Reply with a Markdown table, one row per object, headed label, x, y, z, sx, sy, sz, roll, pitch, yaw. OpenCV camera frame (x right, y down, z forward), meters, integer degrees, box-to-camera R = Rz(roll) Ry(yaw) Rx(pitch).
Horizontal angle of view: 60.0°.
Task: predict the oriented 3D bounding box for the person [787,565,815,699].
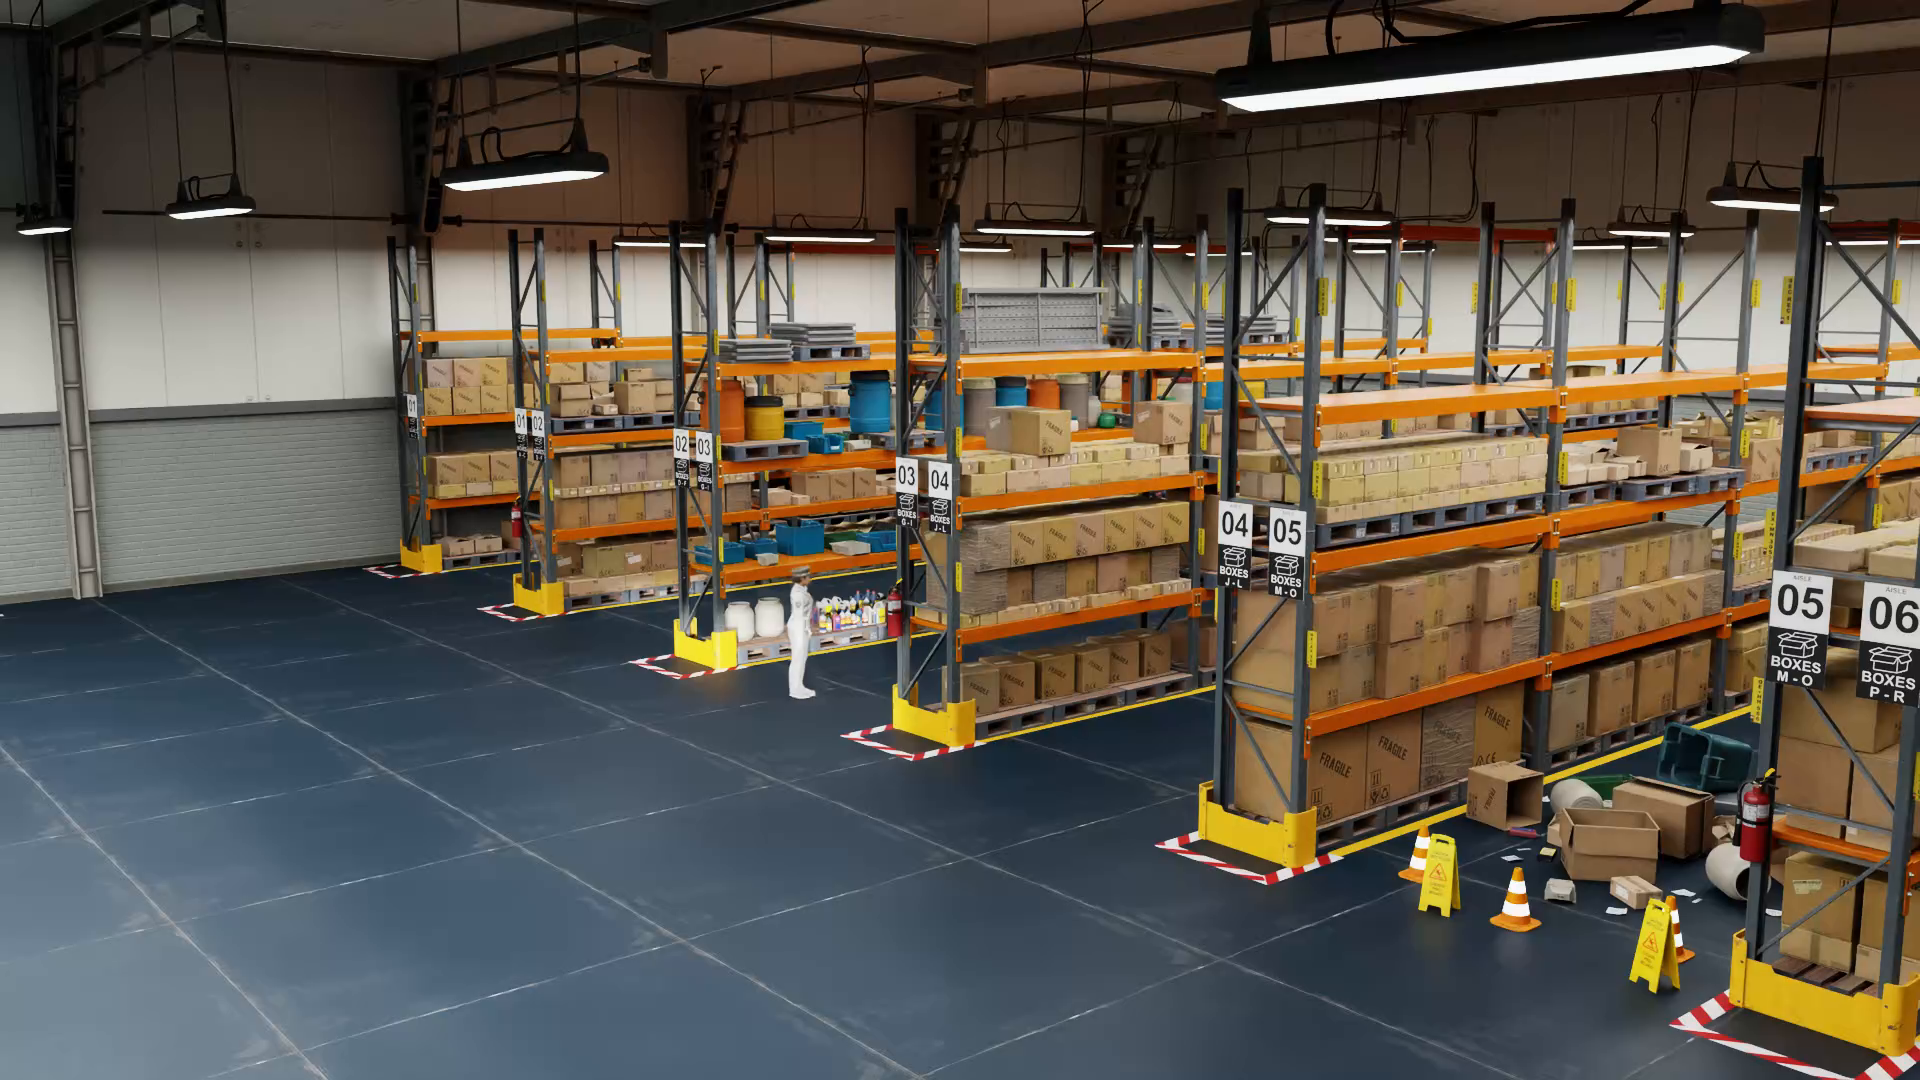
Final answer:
| label | x | y | z | sx | sy | sz | roll | pitch | yaw |
| --- | --- | --- | --- | --- | --- | --- | --- | --- | --- |
| person | -2.003 | 1.152 | 20.832 | 0.337 | 1.682 | 0.504 | 0 | 9 | 0 |
